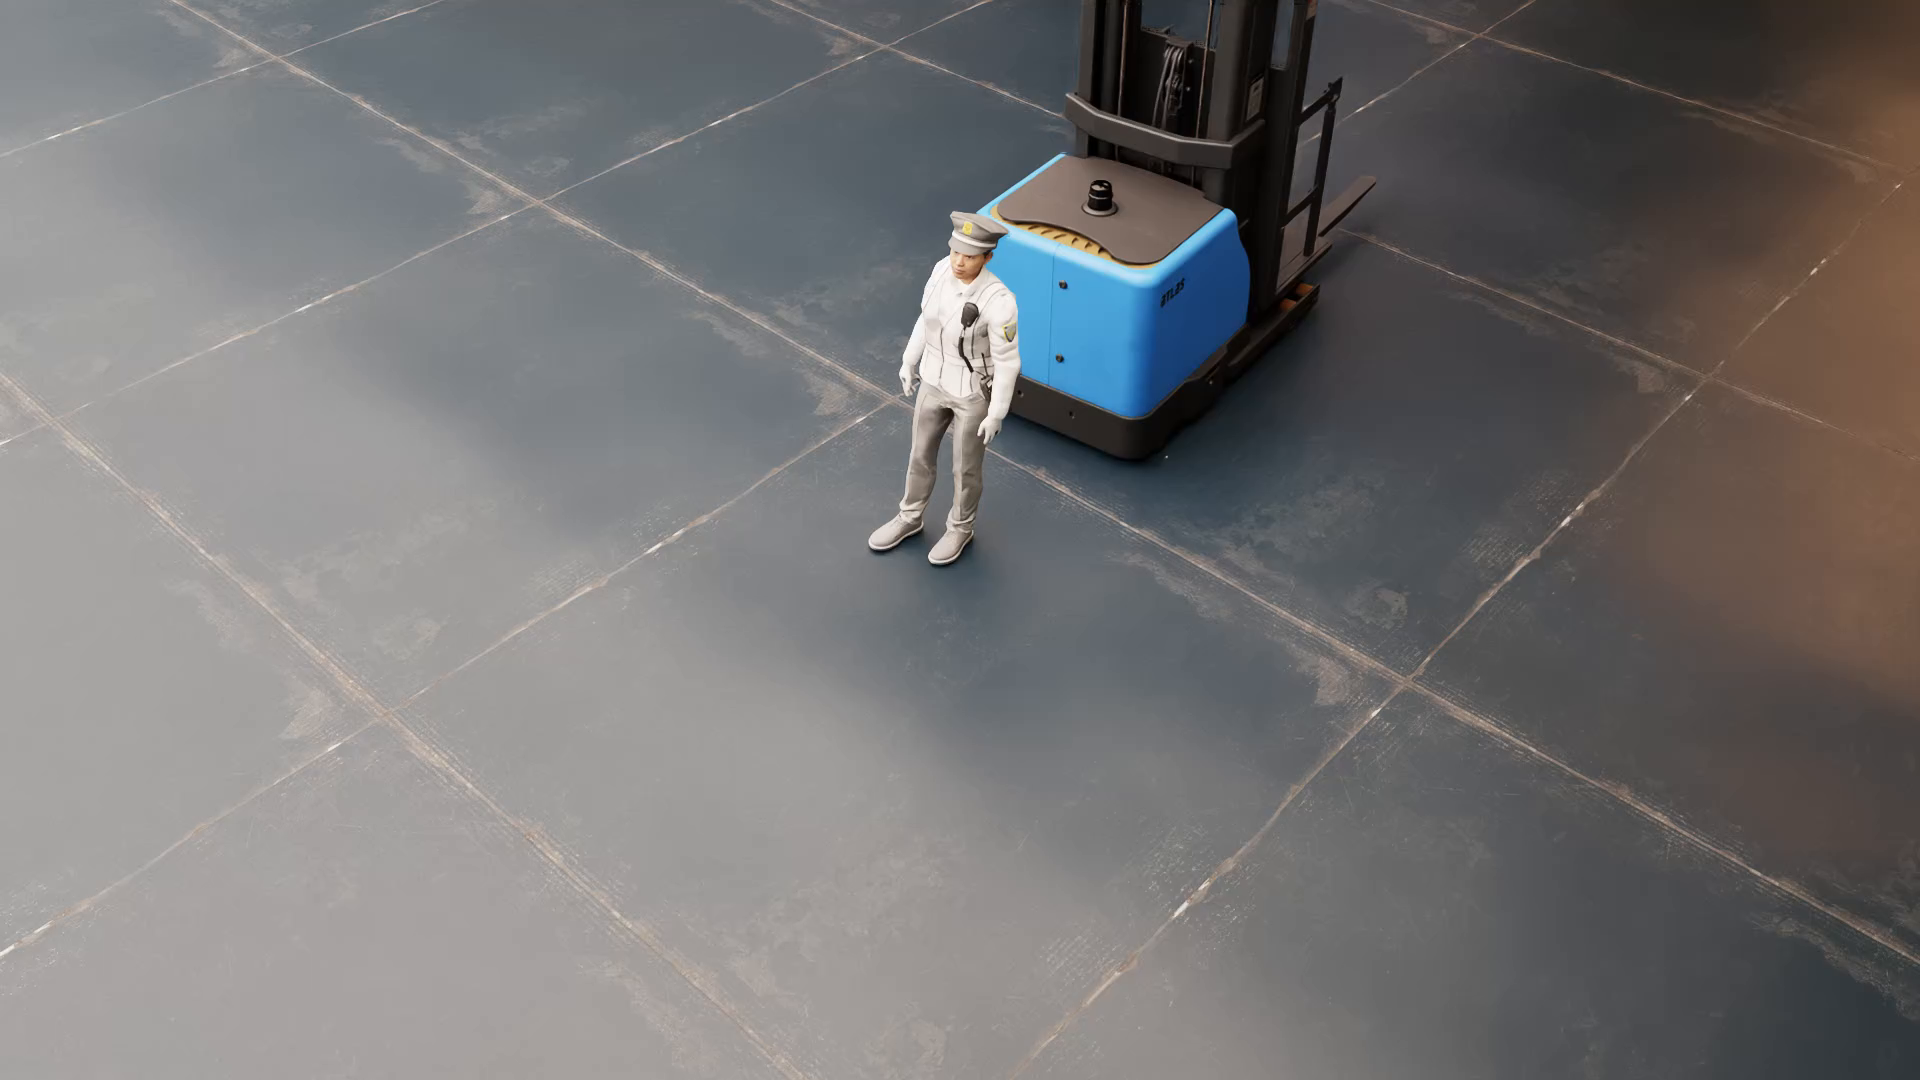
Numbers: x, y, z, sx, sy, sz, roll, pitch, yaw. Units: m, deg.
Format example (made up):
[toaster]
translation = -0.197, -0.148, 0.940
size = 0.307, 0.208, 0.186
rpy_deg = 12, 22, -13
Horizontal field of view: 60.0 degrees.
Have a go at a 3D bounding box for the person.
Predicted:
[person]
translation = -0.051, -0.618, 7.088
size = 0.587, 1.695, 0.531
rpy_deg = 31, 49, 31

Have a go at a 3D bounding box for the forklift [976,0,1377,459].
[forklift]
translation = 1.311, -2.418, 8.247
size = 1.130, 2.935, 3.031
rpy_deg = 25, 47, 26
